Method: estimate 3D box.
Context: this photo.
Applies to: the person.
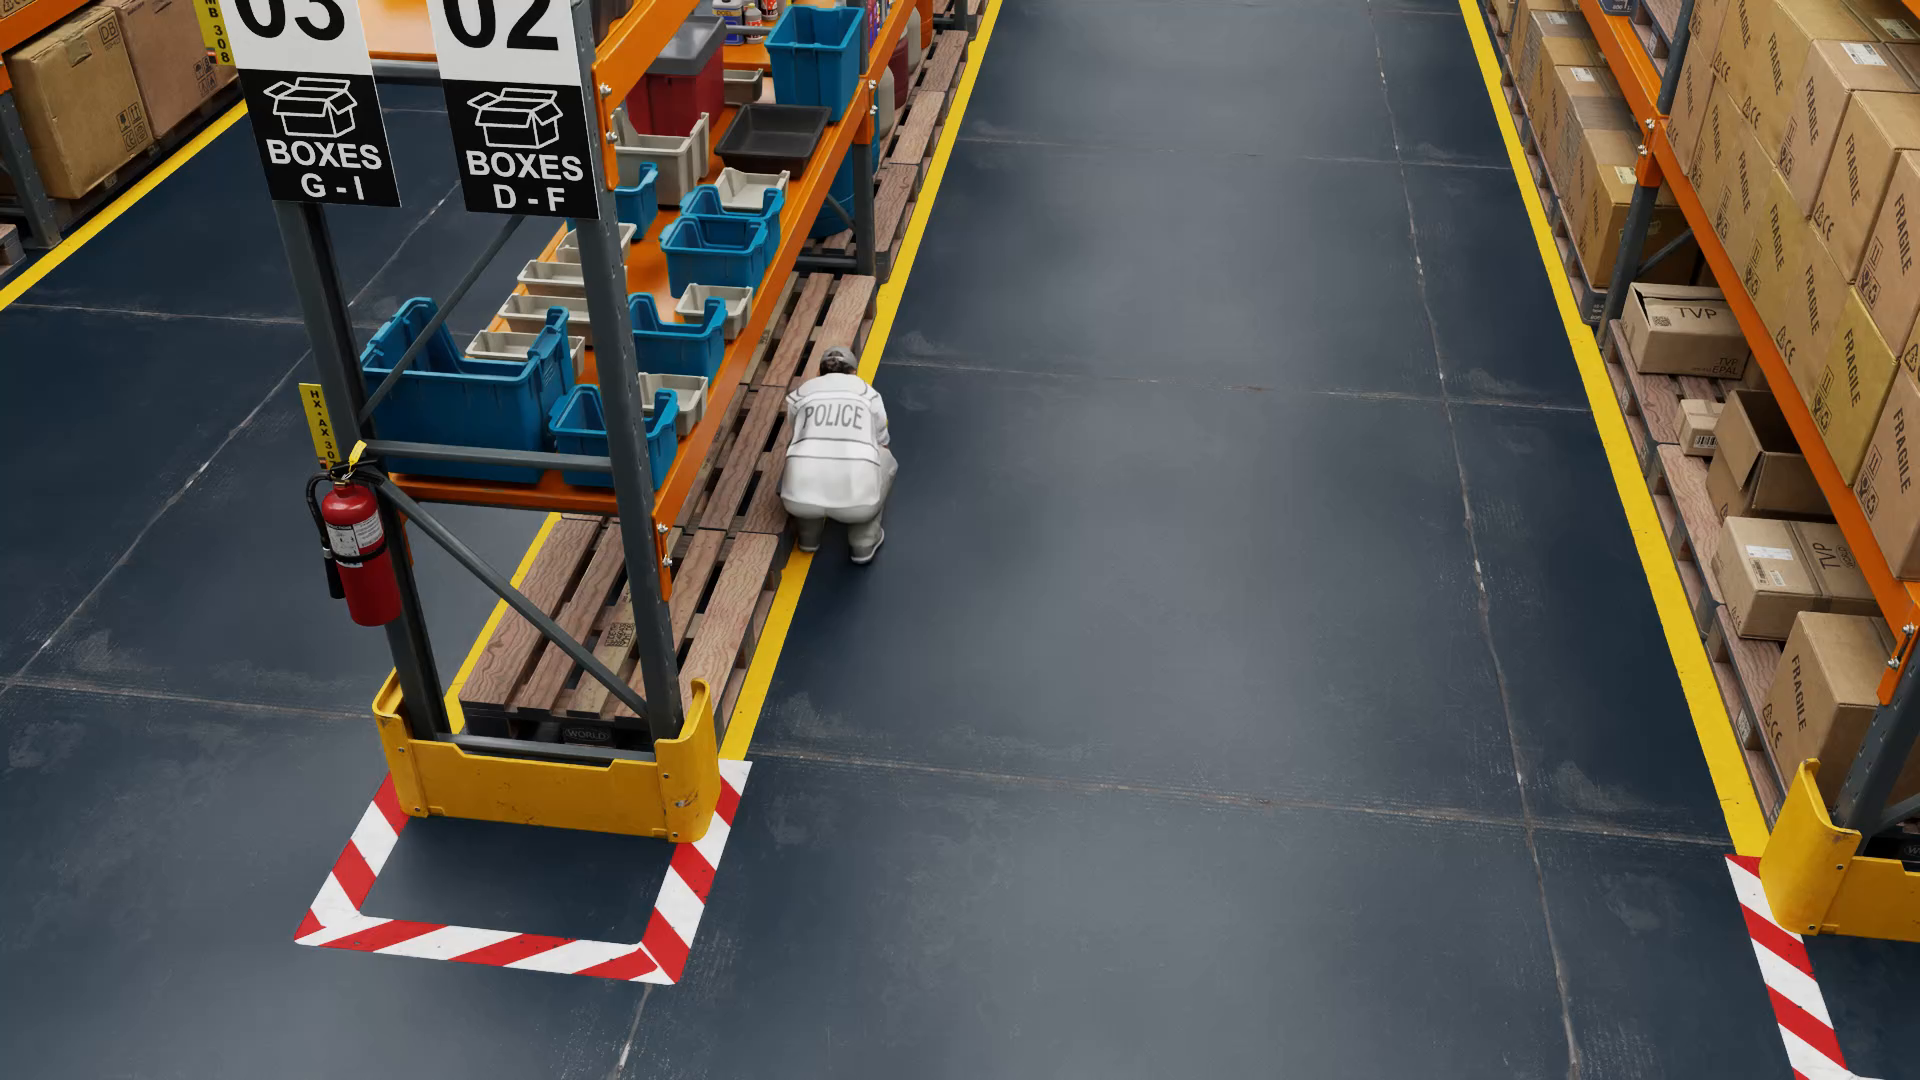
[{"bbox_3d":[-0.545,-0.333,7.441,0.512,0.816,0.899,4,37,5],"label":"person"}]
